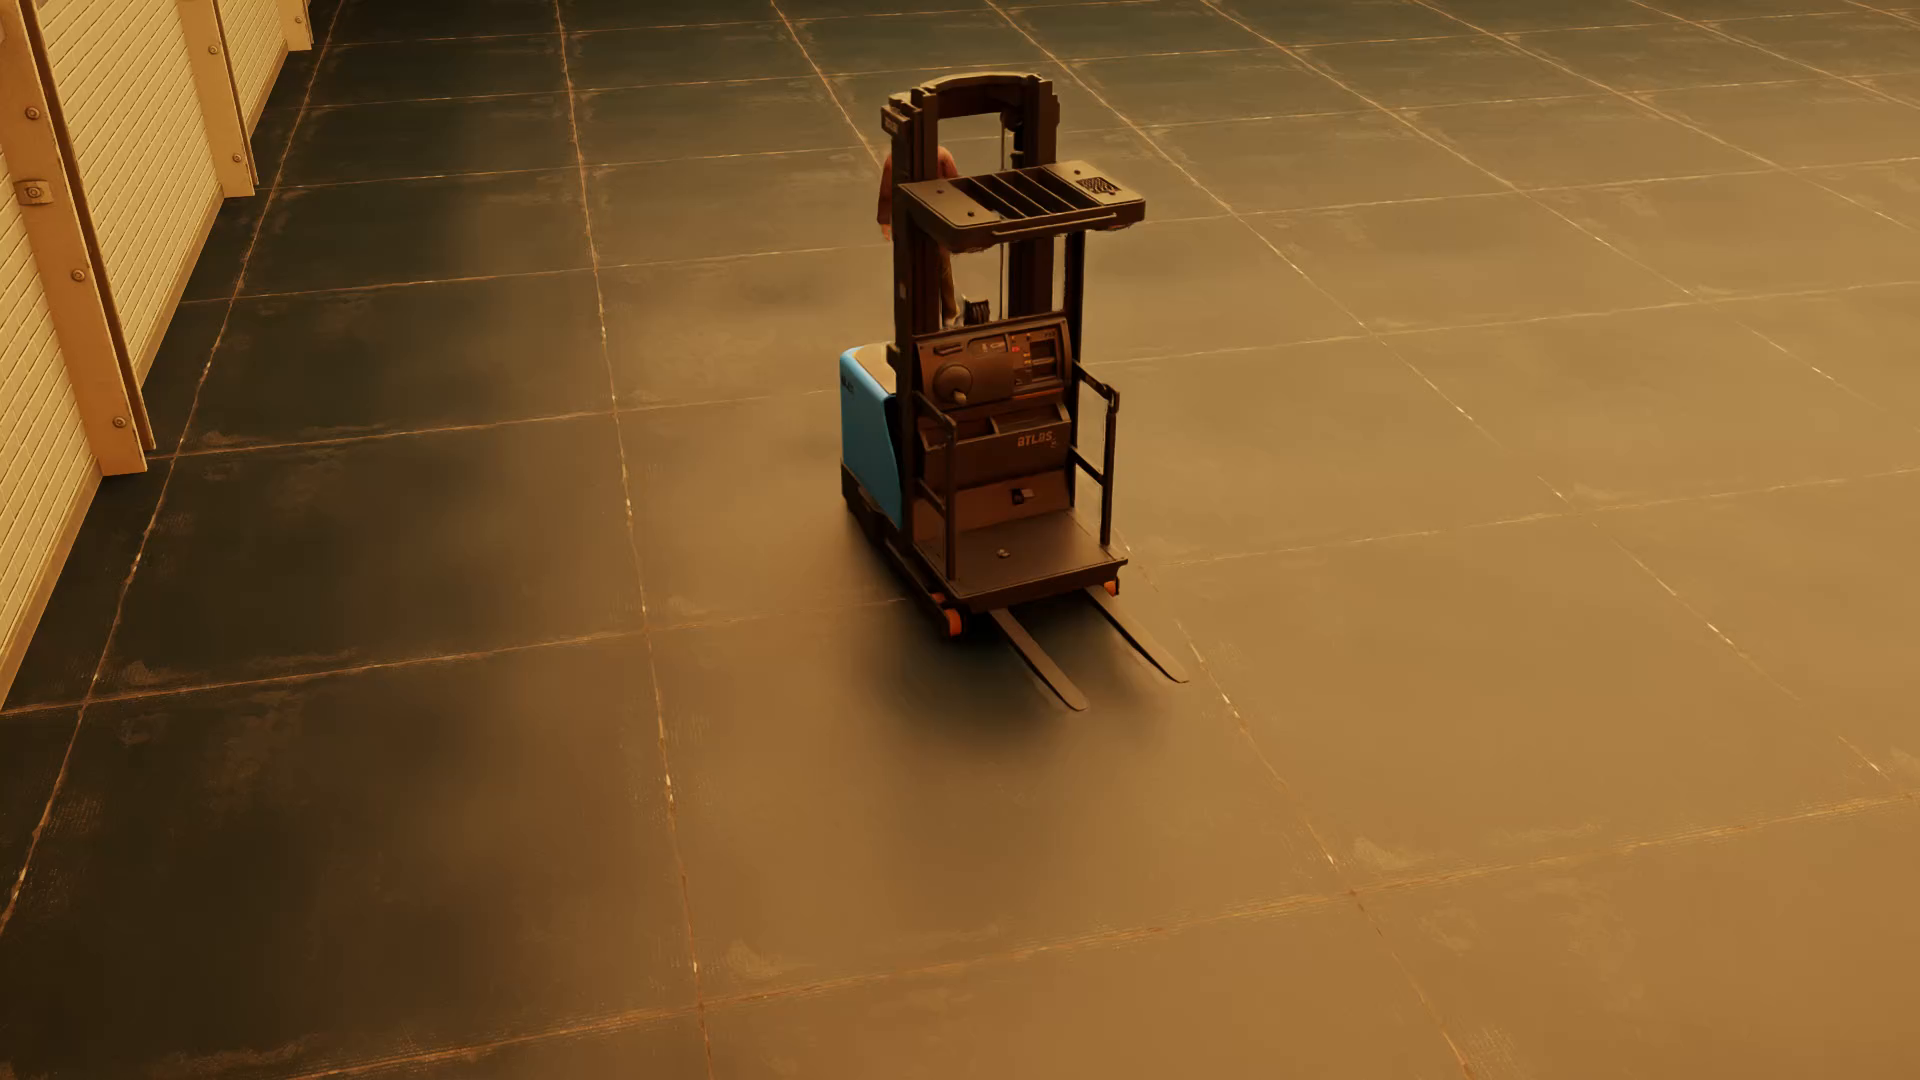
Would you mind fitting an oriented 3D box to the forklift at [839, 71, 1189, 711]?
[{"bbox_3d":[0.288,-0.958,9.230,1.130,2.935,3.031,-13,32,-21],"label":"forklift"}]

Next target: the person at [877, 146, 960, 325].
[{"bbox_3d":[-0.309,-2.527,13.077,0.695,1.775,0.582,-2,30,-3],"label":"person"}]
